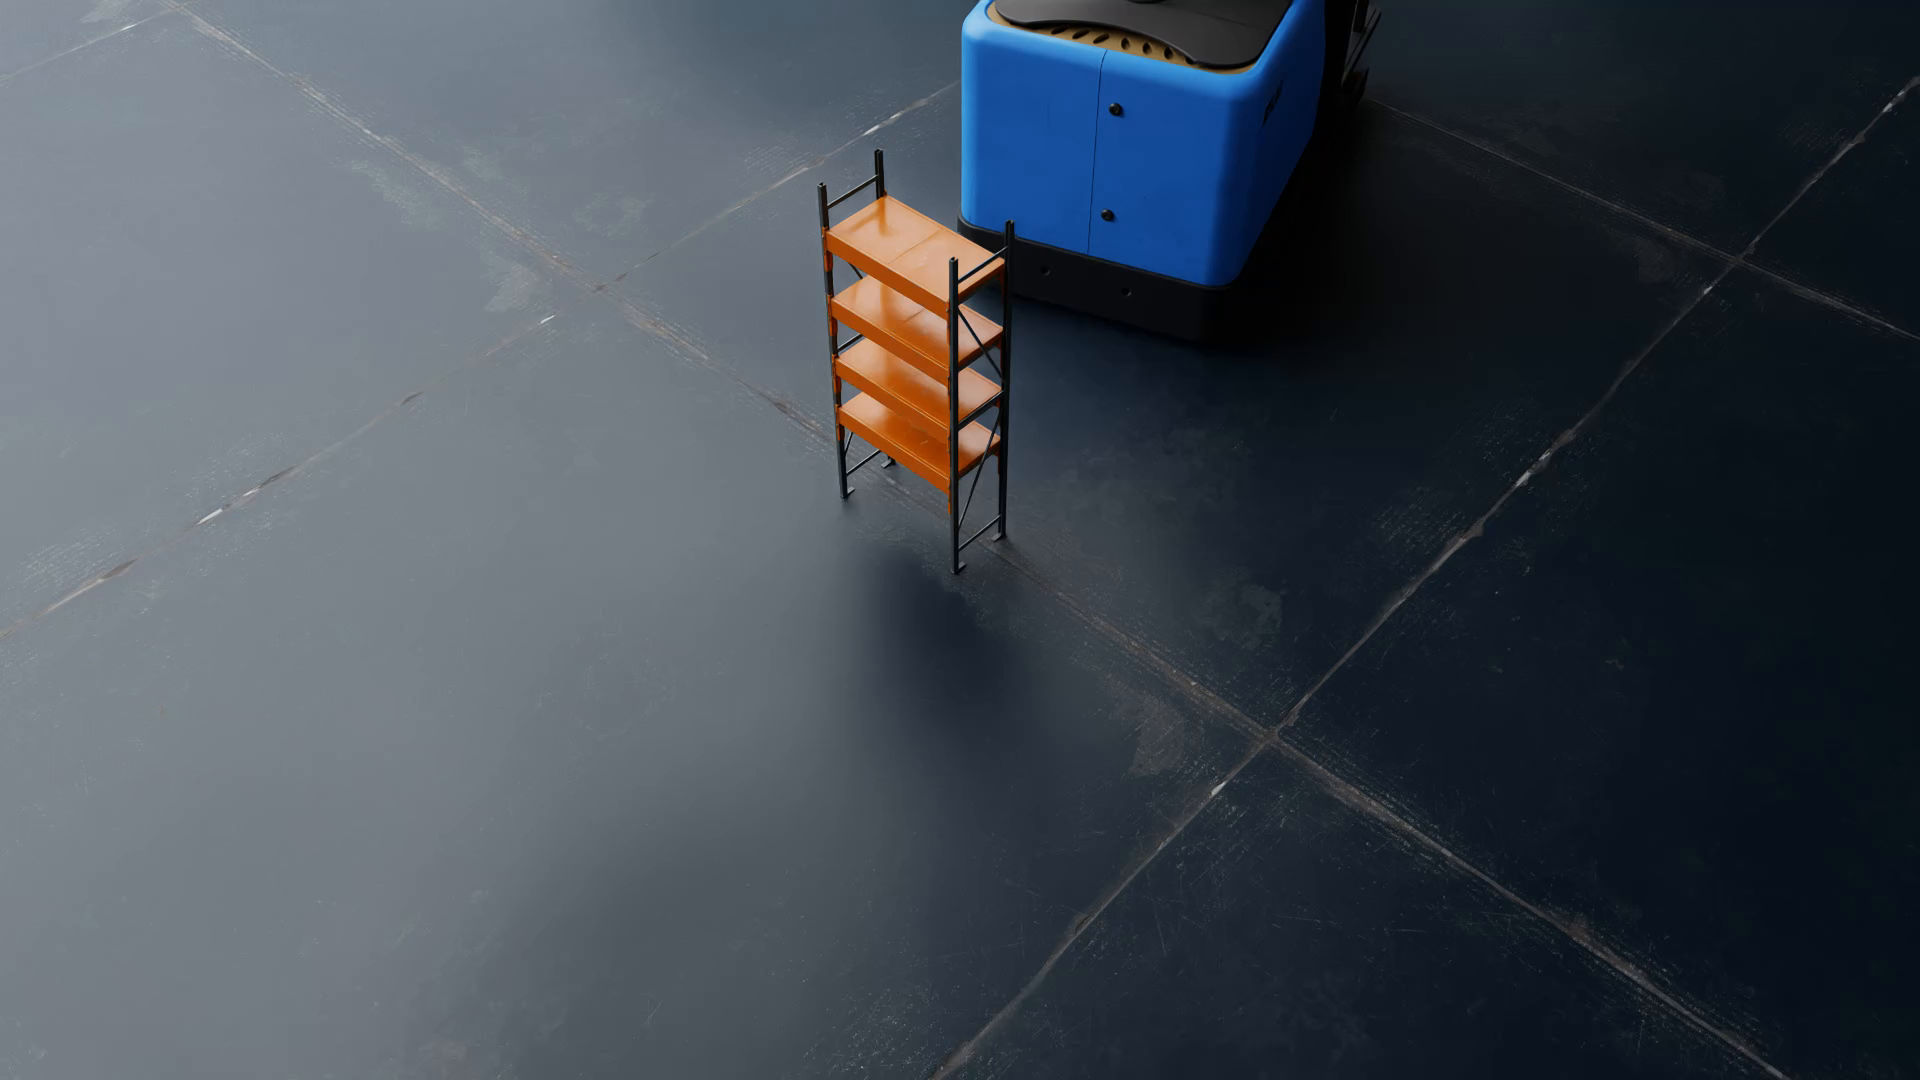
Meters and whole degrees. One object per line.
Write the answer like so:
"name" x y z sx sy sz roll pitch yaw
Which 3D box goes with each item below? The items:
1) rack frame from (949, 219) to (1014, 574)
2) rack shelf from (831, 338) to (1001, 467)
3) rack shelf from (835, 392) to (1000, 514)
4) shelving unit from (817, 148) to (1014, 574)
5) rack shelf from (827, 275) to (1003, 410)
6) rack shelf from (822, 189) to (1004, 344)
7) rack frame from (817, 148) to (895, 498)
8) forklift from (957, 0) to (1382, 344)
"rack frame" 0.058 -0.372 4.776 0.015 1.200 0.240 34 55 28
"rack shelf" -0.122 -0.446 4.938 0.480 0.148 0.258 34 55 28
"rack shelf" -0.122 -0.311 5.083 0.480 0.148 0.258 34 55 28
"shelving unit" -0.122 -0.493 4.889 0.503 1.200 0.258 34 55 28
"rack shelf" -0.122 -0.600 4.775 0.480 0.148 0.258 34 55 28
"rack shelf" -0.122 -0.762 4.603 0.480 0.148 0.258 34 55 28
"rack frame" -0.301 -0.613 5.003 0.015 1.200 0.240 34 55 28
"forklift" 1.043 -2.777 5.847 1.130 2.935 3.031 18 49 16
